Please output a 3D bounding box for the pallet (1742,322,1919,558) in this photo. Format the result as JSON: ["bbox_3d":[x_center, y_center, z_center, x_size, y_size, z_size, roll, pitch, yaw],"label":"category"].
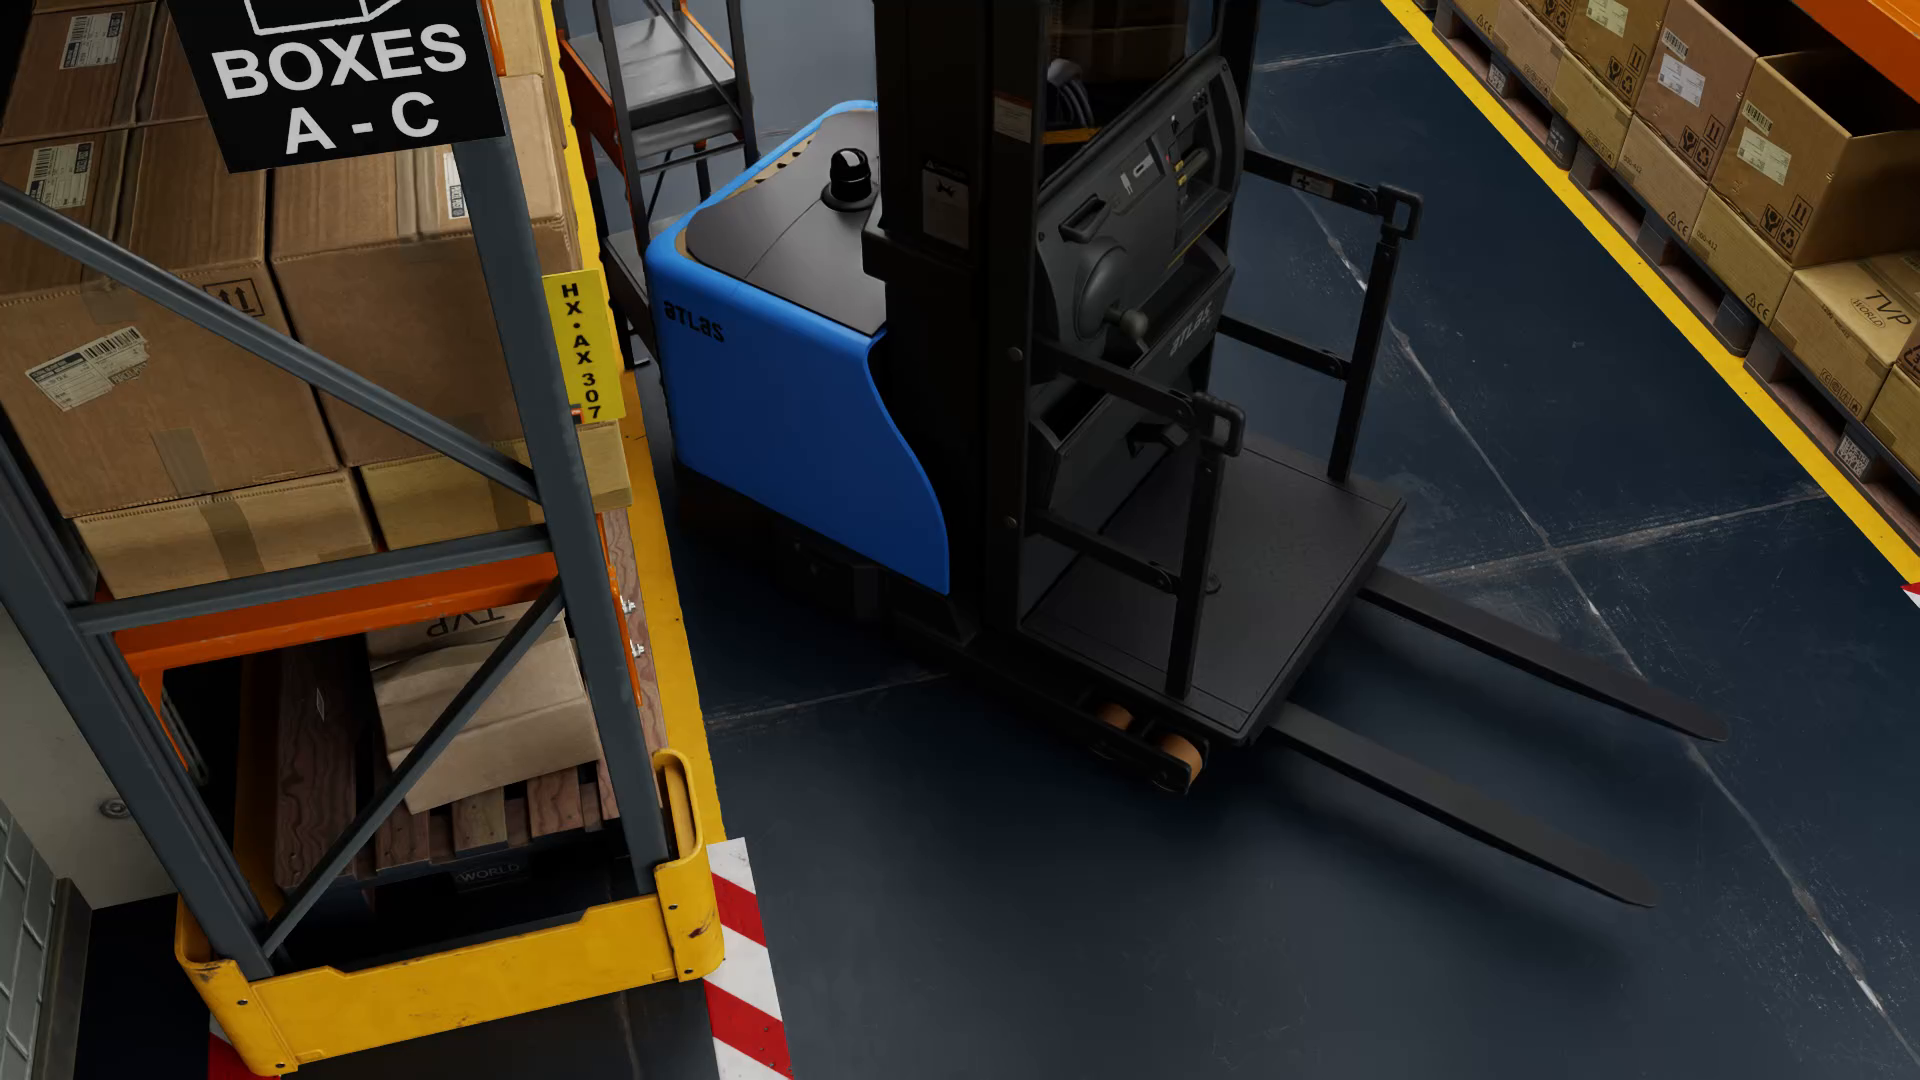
[{"bbox_3d":[3.379,-0.378,5.472,1.003,0.211,1.213,-11,47,-10],"label":"pallet"}]

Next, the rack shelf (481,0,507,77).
[{"bbox_3d":[-1.685,-2.104,3.615,1.077,0.370,4.000,-11,47,-10],"label":"rack shelf"}]

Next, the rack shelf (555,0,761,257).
[{"bbox_3d":[-0.898,-1.250,5.016,0.431,0.518,0.480,-22,49,-19],"label":"rack shelf"}]

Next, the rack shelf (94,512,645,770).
[{"bbox_3d":[-1.685,-1.054,4.687,1.077,0.370,4.000,-11,47,-10],"label":"rack shelf"}]

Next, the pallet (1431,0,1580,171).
[{"bbox_3d":[2.754,-2.062,7.123,1.003,0.211,1.213,-11,47,-10],"label":"pallet"}]

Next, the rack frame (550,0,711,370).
[{"bbox_3d":[-1.015,-1.410,5.159,0.400,2.100,0.015,-22,49,-19],"label":"rack frame"}]

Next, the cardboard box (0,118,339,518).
[{"bbox_3d":[-1.499,-0.429,3.136,0.500,0.500,0.500,-11,47,-11],"label":"cardboard box"}]

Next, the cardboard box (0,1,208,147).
[{"bbox_3d":[-1.618,-0.778,3.478,0.500,0.500,0.500,-10,46,-10],"label":"cardboard box"}]

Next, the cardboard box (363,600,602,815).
[{"bbox_3d":[-1.263,0.368,4.364,0.500,0.311,0.500,-16,48,-15],"label":"cardboard box"}]

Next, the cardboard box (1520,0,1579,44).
[{"bbox_3d":[2.543,-2.321,6.531,0.500,0.500,0.500,-11,47,-10],"label":"cardboard box"}]

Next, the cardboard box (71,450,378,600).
[{"bbox_3d":[-1.480,-0.167,3.404,0.500,0.250,0.500,-10,46,-10],"label":"cardboard box"}]

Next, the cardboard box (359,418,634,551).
[{"bbox_3d":[-0.991,-0.275,3.510,0.500,0.250,0.500,-12,47,-11],"label":"cardboard box"}]

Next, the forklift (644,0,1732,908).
[{"bbox_3d":[0.623,-0.773,3.955,3.031,2.935,1.130,26,51,23],"label":"forklift"}]

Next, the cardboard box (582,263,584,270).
[{"bbox_3d":[-1.137,-0.631,3.859,0.500,0.250,0.500,-12,47,-12],"label":"cardboard box"}]

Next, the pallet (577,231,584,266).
[{"bbox_3d":[-1.991,-1.254,6.331,1.003,0.211,1.213,-11,47,-10],"label":"pallet"}]

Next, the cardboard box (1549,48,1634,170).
[{"bbox_3d":[2.663,-1.712,6.459,0.500,0.250,0.500,-11,47,-10],"label":"cardboard box"}]

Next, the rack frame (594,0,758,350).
[{"bbox_3d":[-0.782,-1.109,4.853,0.400,2.100,0.015,-22,49,-19],"label":"rack frame"}]

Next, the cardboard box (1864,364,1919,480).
[{"bbox_3d":[3.192,-0.334,5.109,0.500,0.250,0.500,-11,47,-10],"label":"cardboard box"}]

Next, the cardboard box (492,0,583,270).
[{"bbox_3d":[-1.121,-0.870,3.568,0.500,0.500,0.500,-11,47,-10],"label":"cardboard box"}]

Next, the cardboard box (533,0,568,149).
[{"bbox_3d":[-1.247,-1.228,3.919,0.500,0.500,0.500,-12,47,-12],"label":"cardboard box"}]

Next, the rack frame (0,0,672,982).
[{"bbox_3d":[-1.173,0.075,3.076,1.000,3.000,0.127,-11,47,-10],"label":"rack frame"}]

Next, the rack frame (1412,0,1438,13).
[{"bbox_3d":[2.591,-3.595,6.673,1.000,3.000,0.127,-11,47,-10],"label":"rack frame"}]

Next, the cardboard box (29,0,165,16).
[{"bbox_3d":[-1.755,-1.134,3.827,0.500,0.500,0.500,-12,47,-11],"label":"cardboard box"}]

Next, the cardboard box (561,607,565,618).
[{"bbox_3d":[-1.409,-0.026,4.750,0.500,0.311,0.500,-7,46,-7],"label":"cardboard box"}]

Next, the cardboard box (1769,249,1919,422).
[{"bbox_3d":[3.052,-0.677,5.445,0.500,0.250,0.500,-11,47,-10],"label":"cardboard box"}]

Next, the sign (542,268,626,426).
[{"bbox_3d":[-0.648,-0.328,2.865,0.100,0.325,0.005,-11,47,-10],"label":"sign"}]

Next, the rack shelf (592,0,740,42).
[{"bbox_3d":[-0.909,-1.744,4.520,0.431,0.518,0.480,-22,49,-19],"label":"rack shelf"}]

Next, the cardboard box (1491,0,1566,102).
[{"bbox_3d":[2.540,-2.058,6.798,0.500,0.250,0.500,-11,47,-10],"label":"cardboard box"}]

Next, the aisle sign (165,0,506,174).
[{"bbox_3d":[-0.864,-0.840,2.153,0.394,0.787,0.004,-11,47,-10],"label":"aisle sign"}]

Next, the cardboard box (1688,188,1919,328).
[{"bbox_3d":[2.923,-1.022,5.783,0.500,0.250,0.500,-11,47,-10],"label":"cardboard box"}]

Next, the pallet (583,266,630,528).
[{"bbox_3d":[-1.675,-0.410,5.504,1.003,0.211,1.213,-11,47,-10],"label":"pallet"}]

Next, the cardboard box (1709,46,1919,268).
[{"bbox_3d":[2.920,-1.284,5.514,0.500,0.500,0.500,-11,47,-10],"label":"cardboard box"}]

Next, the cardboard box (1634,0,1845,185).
[{"bbox_3d":[2.793,-1.630,5.853,0.500,0.500,0.500,-11,47,-10],"label":"cardboard box"}]

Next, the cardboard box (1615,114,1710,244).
[{"bbox_3d":[2.796,-1.368,6.121,0.500,0.250,0.500,-11,47,-10],"label":"cardboard box"}]

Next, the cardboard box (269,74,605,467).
[{"bbox_3d":[-1.004,-0.527,3.232,0.500,0.500,0.500,-11,47,-10],"label":"cardboard box"}]

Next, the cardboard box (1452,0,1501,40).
[{"bbox_3d":[2.417,-2.404,7.137,0.500,0.250,0.500,-11,47,-10],"label":"cardboard box"}]

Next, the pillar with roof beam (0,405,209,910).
[{"bbox_3d":[1.973,-3.137,2.024,9.100,9.000,0.400,-11,47,-10],"label":"pillar with roof beam"}]

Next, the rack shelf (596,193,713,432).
[{"bbox_3d":[-0.887,-0.756,5.511,0.431,0.518,0.480,-22,49,-19],"label":"rack shelf"}]

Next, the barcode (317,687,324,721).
[{"bbox_3d":[-1.654,0.425,4.301,0.001,0.075,0.075,-11,47,-10],"label":"barcode"}]

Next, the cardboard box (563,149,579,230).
[{"bbox_3d":[-1.262,-0.983,4.205,0.500,0.250,0.500,-11,47,-11],"label":"cardboard box"}]

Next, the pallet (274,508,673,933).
[{"bbox_3d":[-1.366,0.431,4.680,1.003,0.211,1.213,-11,47,-10],"label":"pallet"}]

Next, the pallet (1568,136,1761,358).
[{"bbox_3d":[3.070,-1.219,6.296,1.003,0.211,1.213,-11,47,-10],"label":"pallet"}]

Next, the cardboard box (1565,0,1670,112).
[{"bbox_3d":[2.663,-1.974,6.191,0.500,0.500,0.500,-11,47,-10],"label":"cardboard box"}]

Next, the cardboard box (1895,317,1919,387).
[{"bbox_3d":[3.190,-0.596,4.840,0.500,0.500,0.500,-11,47,-10],"label":"cardboard box"}]

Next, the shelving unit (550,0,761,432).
[{"bbox_3d":[-0.898,-1.260,5.006,0.431,2.100,0.503,-22,49,-19],"label":"shelving unit"}]

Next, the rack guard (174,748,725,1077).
[{"bbox_3d":[-1.192,0.897,4.021,1.175,0.500,0.348,-11,47,-10],"label":"rack guard"}]
